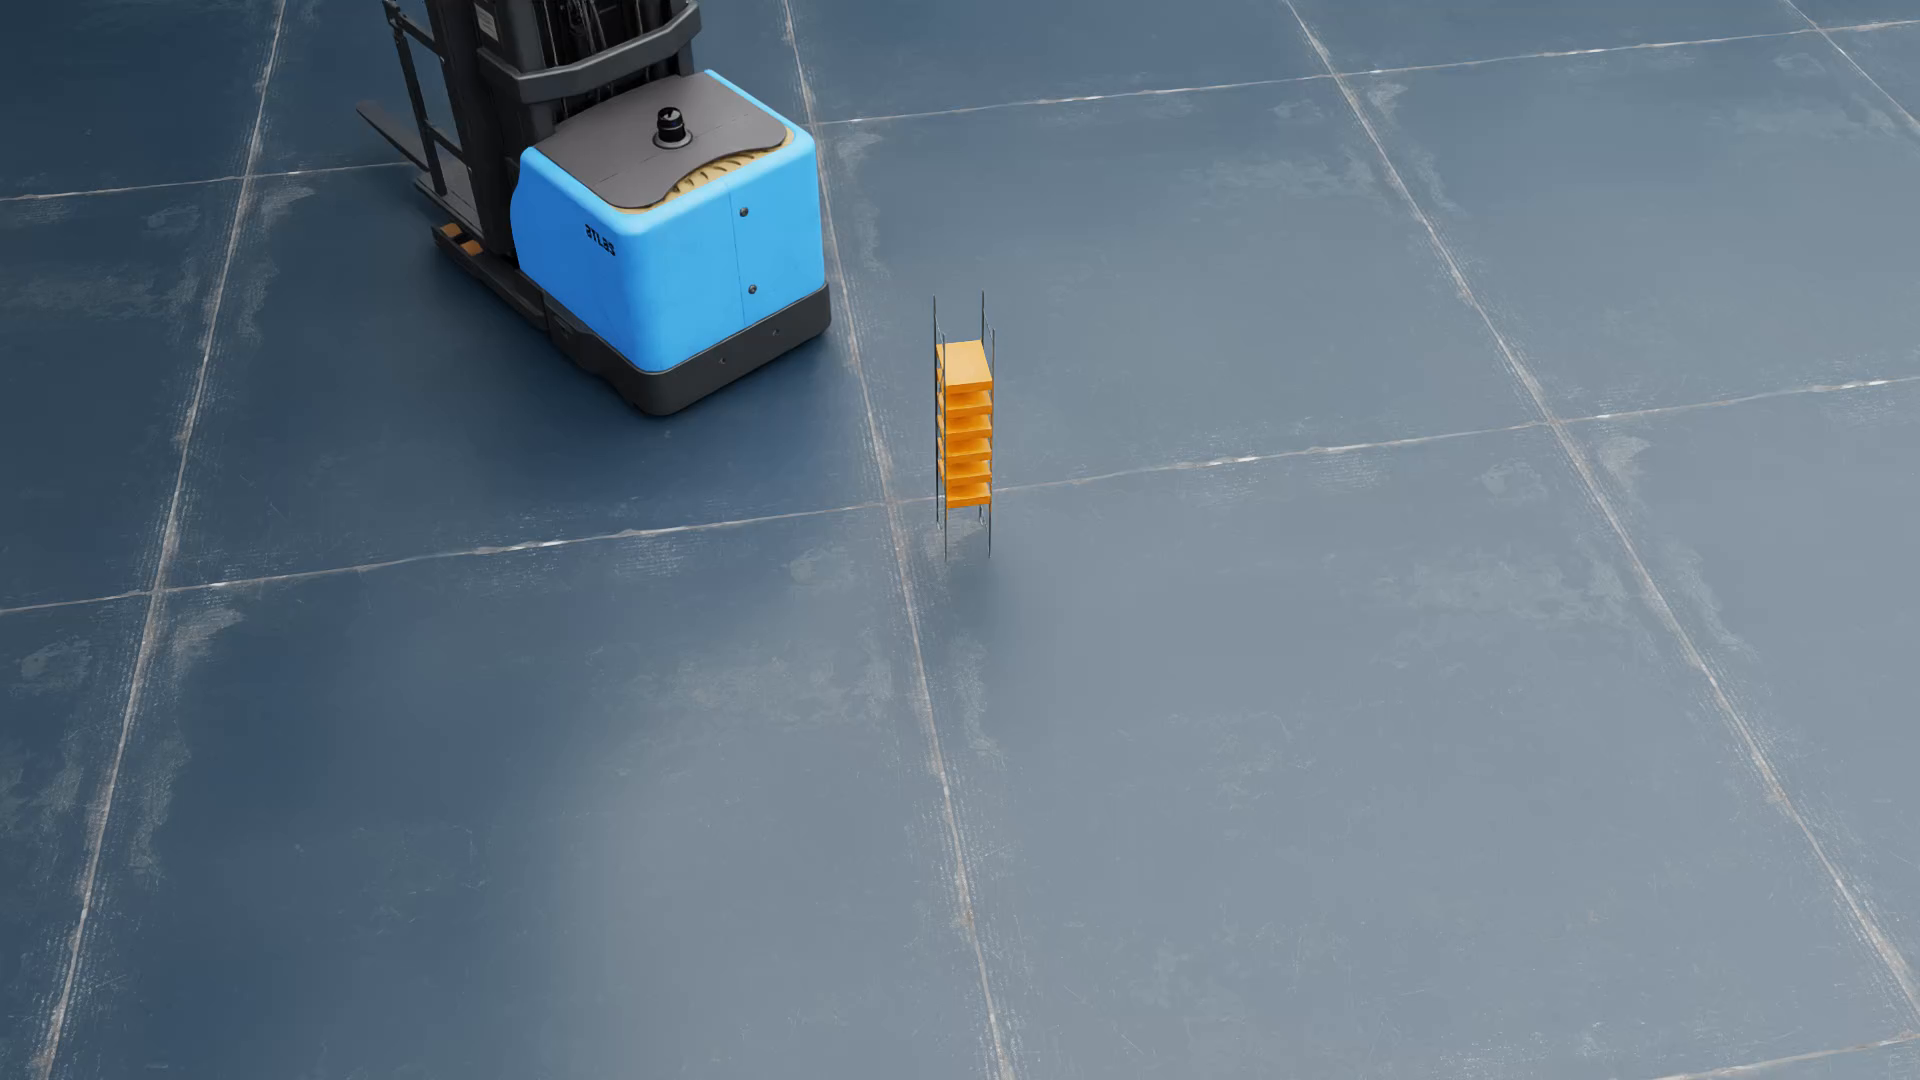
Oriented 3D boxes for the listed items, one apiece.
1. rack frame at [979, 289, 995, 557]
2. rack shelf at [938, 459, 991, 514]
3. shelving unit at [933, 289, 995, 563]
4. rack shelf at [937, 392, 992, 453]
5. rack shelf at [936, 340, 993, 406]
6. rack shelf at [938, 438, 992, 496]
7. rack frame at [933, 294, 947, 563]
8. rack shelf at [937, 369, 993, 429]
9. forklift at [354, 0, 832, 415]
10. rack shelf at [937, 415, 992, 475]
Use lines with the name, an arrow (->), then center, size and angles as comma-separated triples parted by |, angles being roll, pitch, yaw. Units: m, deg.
rack frame -> 0.104, -0.429, 6.524 | 0.006, 1.200, 0.240 | -7, 46, -7
rack shelf -> 0.014, -0.221, 6.718 | 0.180, 0.103, 0.258 | -7, 46, -7
shelving unit -> 0.014, -0.418, 6.513 | 0.189, 1.200, 0.258 | -7, 46, -7
rack shelf -> 0.014, -0.471, 6.458 | 0.180, 0.103, 0.258 | -7, 46, -7
rack shelf -> 0.014, -0.637, 6.286 | 0.180, 0.103, 0.258 | -7, 46, -7
rack shelf -> 0.014, -0.304, 6.631 | 0.180, 0.103, 0.258 | -7, 46, -7
rack frame -> -0.076, -0.407, 6.502 | 0.006, 1.200, 0.240 | -7, 46, -7
rack shelf -> 0.014, -0.554, 6.372 | 0.180, 0.103, 0.258 | -7, 46, -7
forklift -> -1.969, -2.547, 7.362 | 1.130, 2.935, 3.031 | -33, 55, -28
rack shelf -> 0.014, -0.387, 6.545 | 0.180, 0.103, 0.258 | -7, 46, -7
